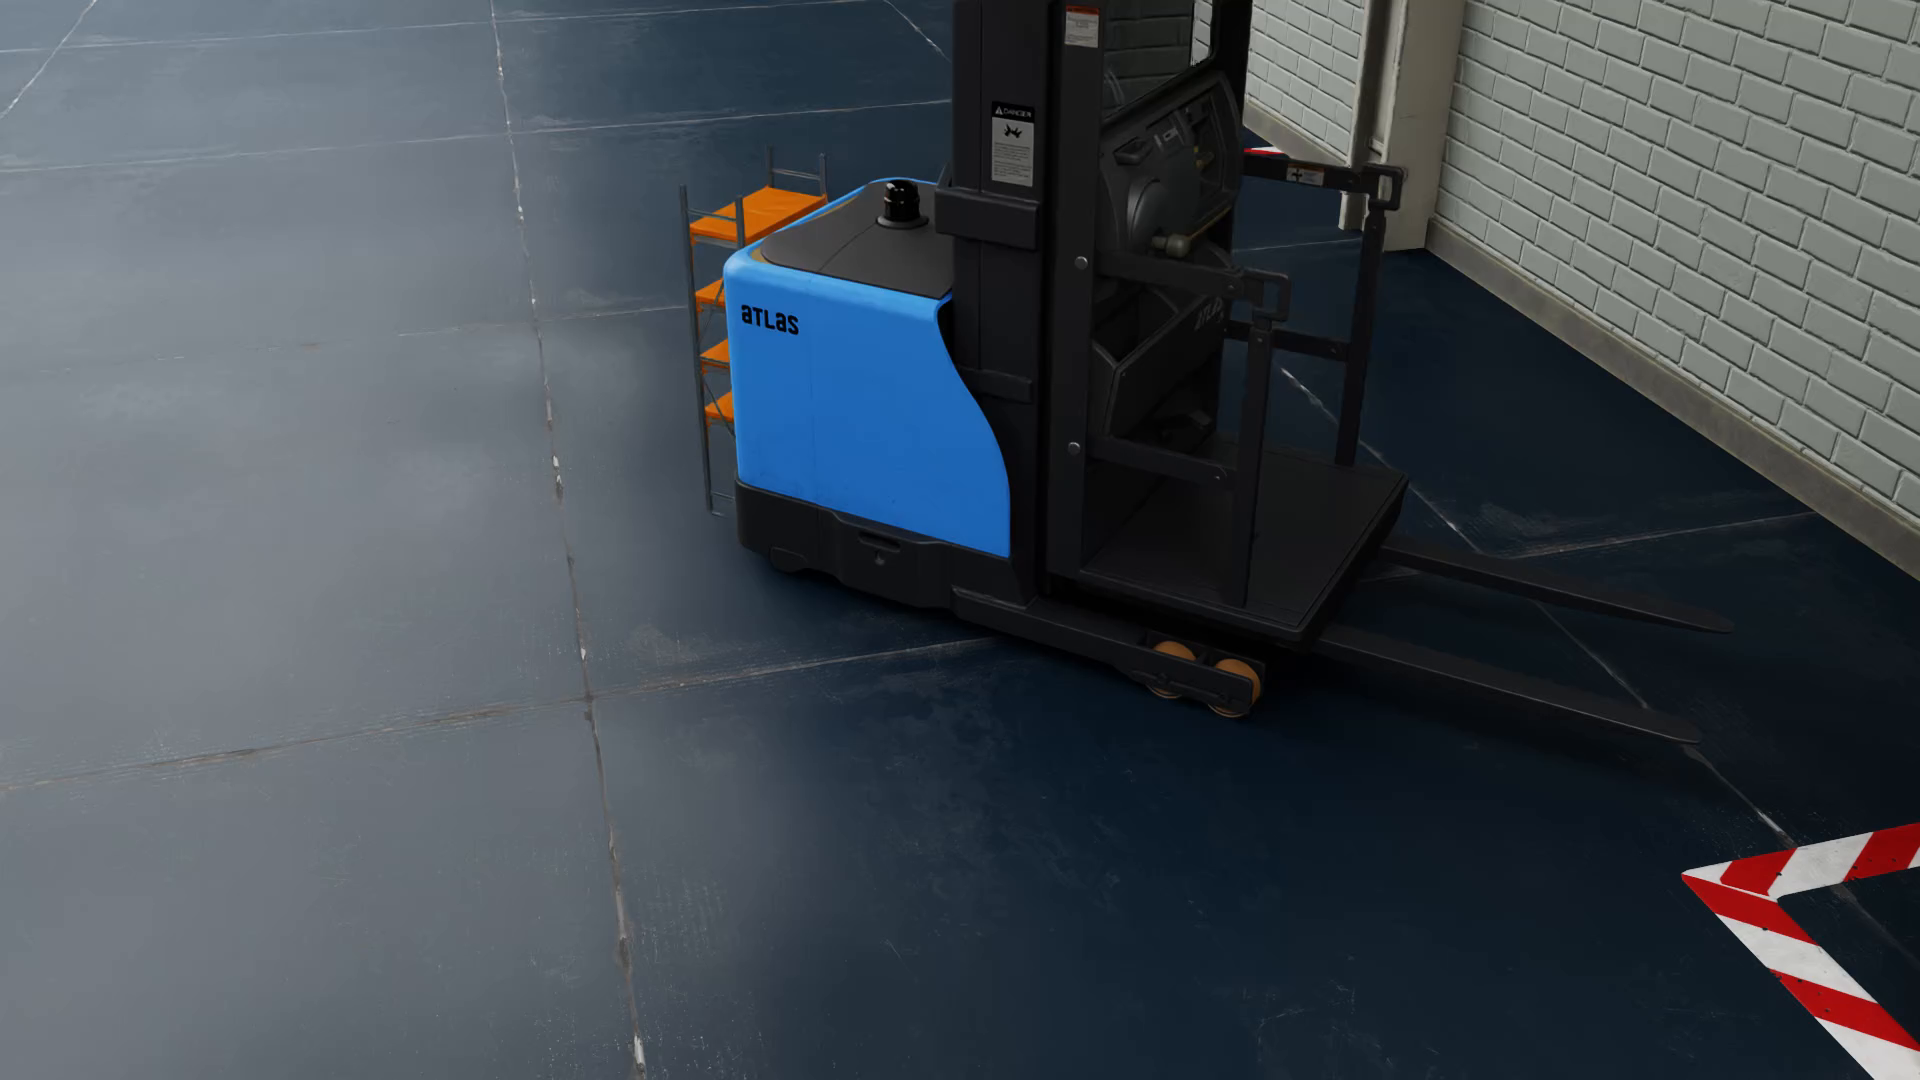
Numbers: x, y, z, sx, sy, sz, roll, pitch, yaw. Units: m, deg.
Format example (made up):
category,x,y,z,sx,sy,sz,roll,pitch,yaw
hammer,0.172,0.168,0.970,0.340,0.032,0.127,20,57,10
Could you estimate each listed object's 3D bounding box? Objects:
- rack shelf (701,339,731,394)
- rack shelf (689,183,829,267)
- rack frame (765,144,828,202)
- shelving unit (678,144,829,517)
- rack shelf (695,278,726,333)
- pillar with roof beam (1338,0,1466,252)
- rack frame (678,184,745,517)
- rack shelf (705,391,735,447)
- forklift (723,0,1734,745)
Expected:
category,x,y,z,sx,sy,sz,roll,pitch,yaw
rack shelf,-0.675,-0.638,5.789,0.258,0.148,0.480,15,33,25
rack shelf,-0.675,-1.036,5.558,0.258,0.148,0.480,15,33,25
rack frame,-0.558,-0.804,5.941,0.240,1.200,0.015,15,33,25
shelving unit,-0.675,-0.696,5.755,0.258,1.200,0.503,15,33,25
rack shelf,-0.675,-0.832,5.677,0.258,0.148,0.480,15,33,25
pillar with roof beam,-2.011,-4.856,5.157,9.100,9.000,0.400,-8,31,-13
rack frame,-0.792,-0.589,5.570,0.240,1.200,0.015,15,33,25
rack shelf,-0.675,-0.466,5.889,0.258,0.148,0.480,15,33,25
forklift,0.790,-1.056,4.648,3.031,2.935,1.130,16,34,25
